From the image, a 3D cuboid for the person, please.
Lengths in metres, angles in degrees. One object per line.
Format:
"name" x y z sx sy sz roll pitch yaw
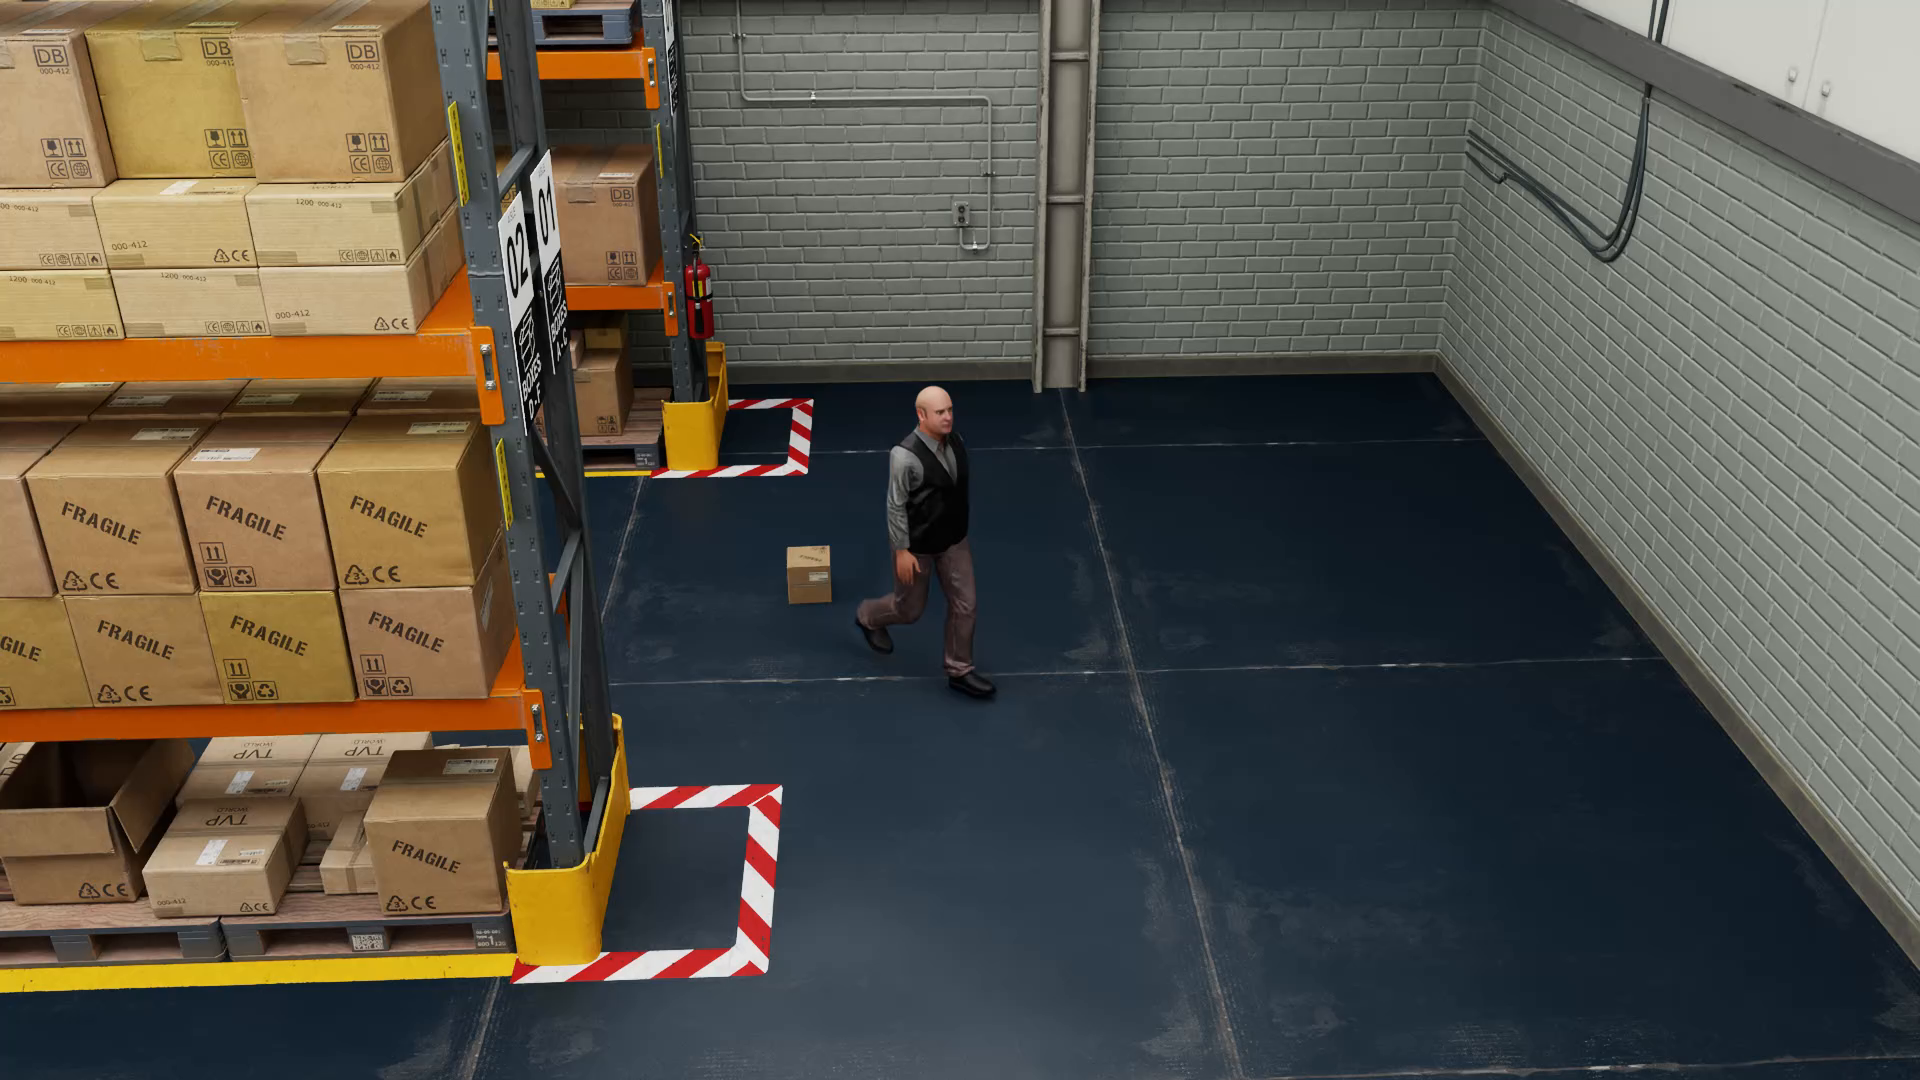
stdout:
"person" -0.207 -0.019 8.680 0.921 1.692 0.552 24 36 39
